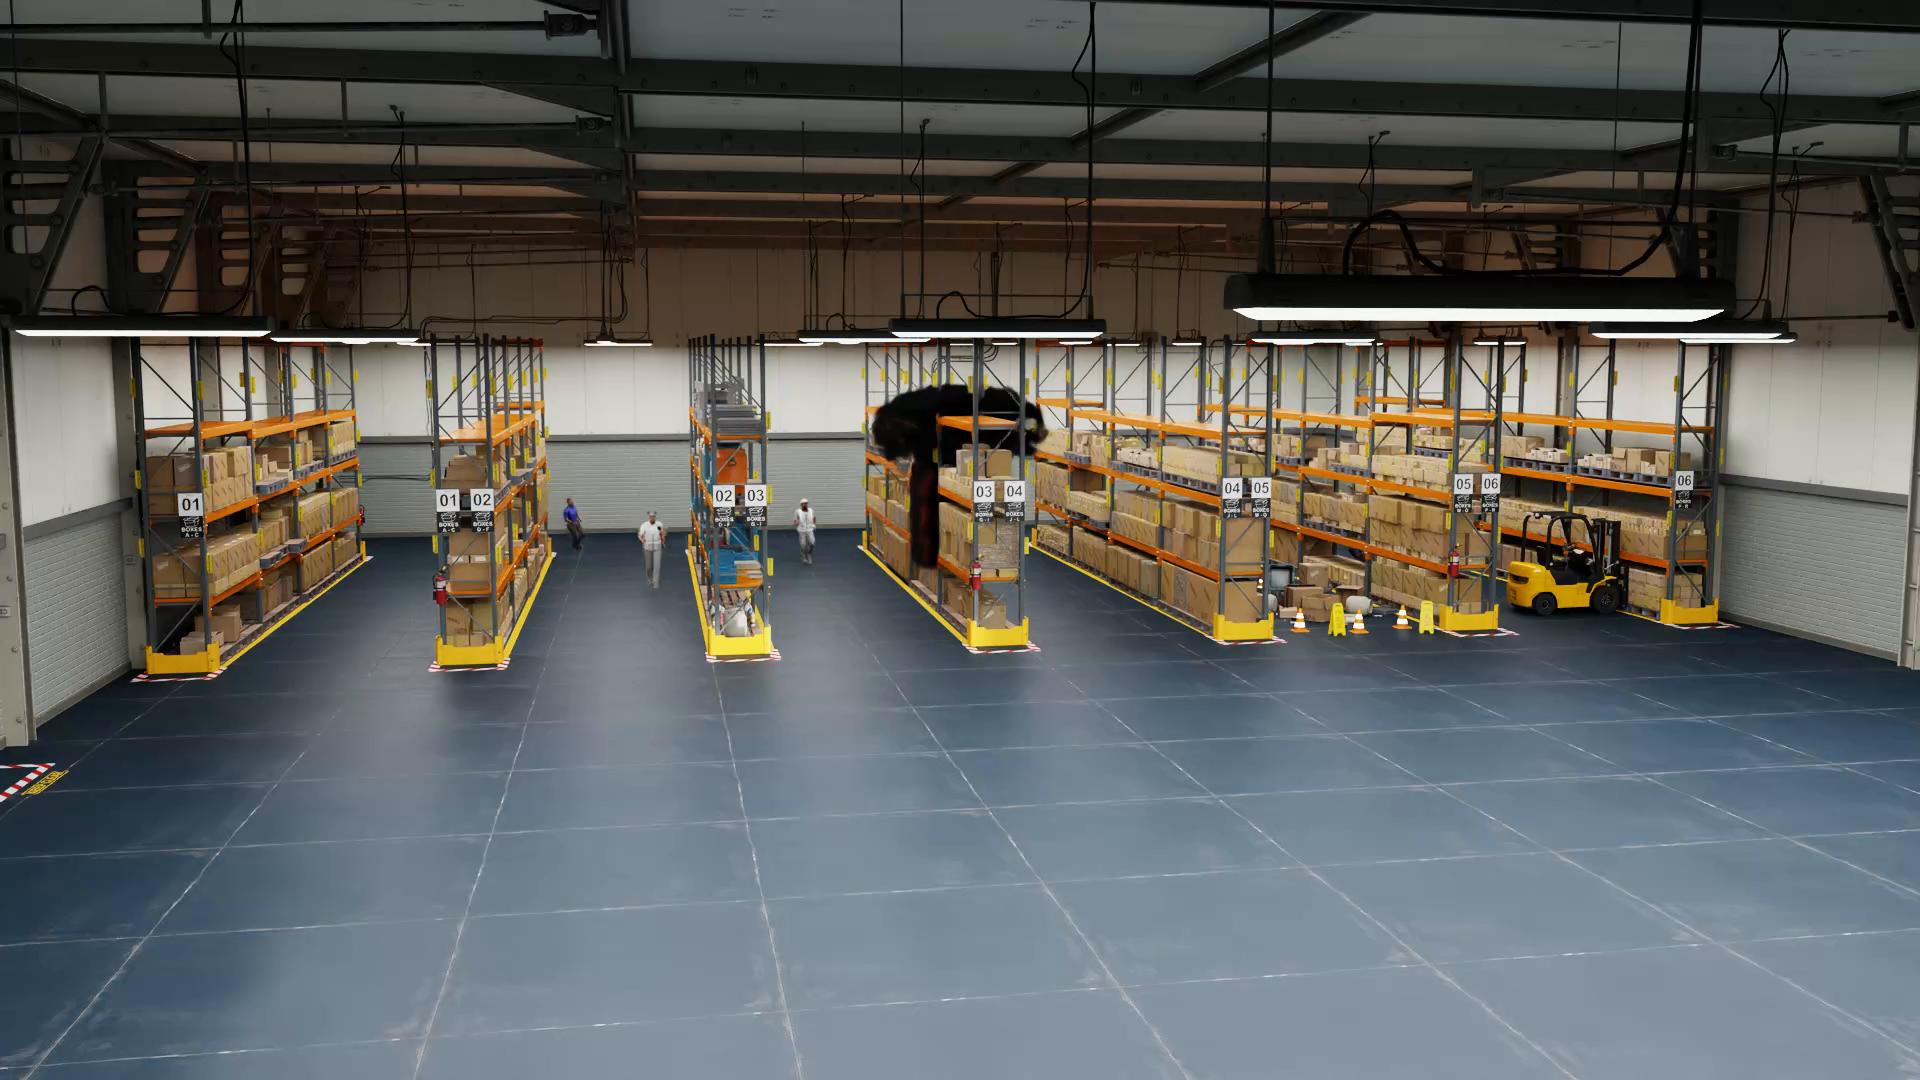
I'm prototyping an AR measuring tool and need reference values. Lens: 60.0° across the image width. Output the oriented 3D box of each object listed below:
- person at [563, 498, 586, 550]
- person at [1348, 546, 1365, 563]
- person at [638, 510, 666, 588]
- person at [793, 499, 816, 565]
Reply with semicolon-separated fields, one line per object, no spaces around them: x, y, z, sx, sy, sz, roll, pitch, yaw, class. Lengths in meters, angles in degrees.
-10.953;-0.453;47.263;0.533;1.536;0.757;3;7;23;person
10.479;-0.099;43.846;0.584;1.603;0.667;-2;7;-17;person
-7.086;0.193;38.248;0.612;1.792;0.822;-2;7;-15;person
-4.094;-0.215;44.196;0.654;1.771;0.673;-2;7;-17;person
